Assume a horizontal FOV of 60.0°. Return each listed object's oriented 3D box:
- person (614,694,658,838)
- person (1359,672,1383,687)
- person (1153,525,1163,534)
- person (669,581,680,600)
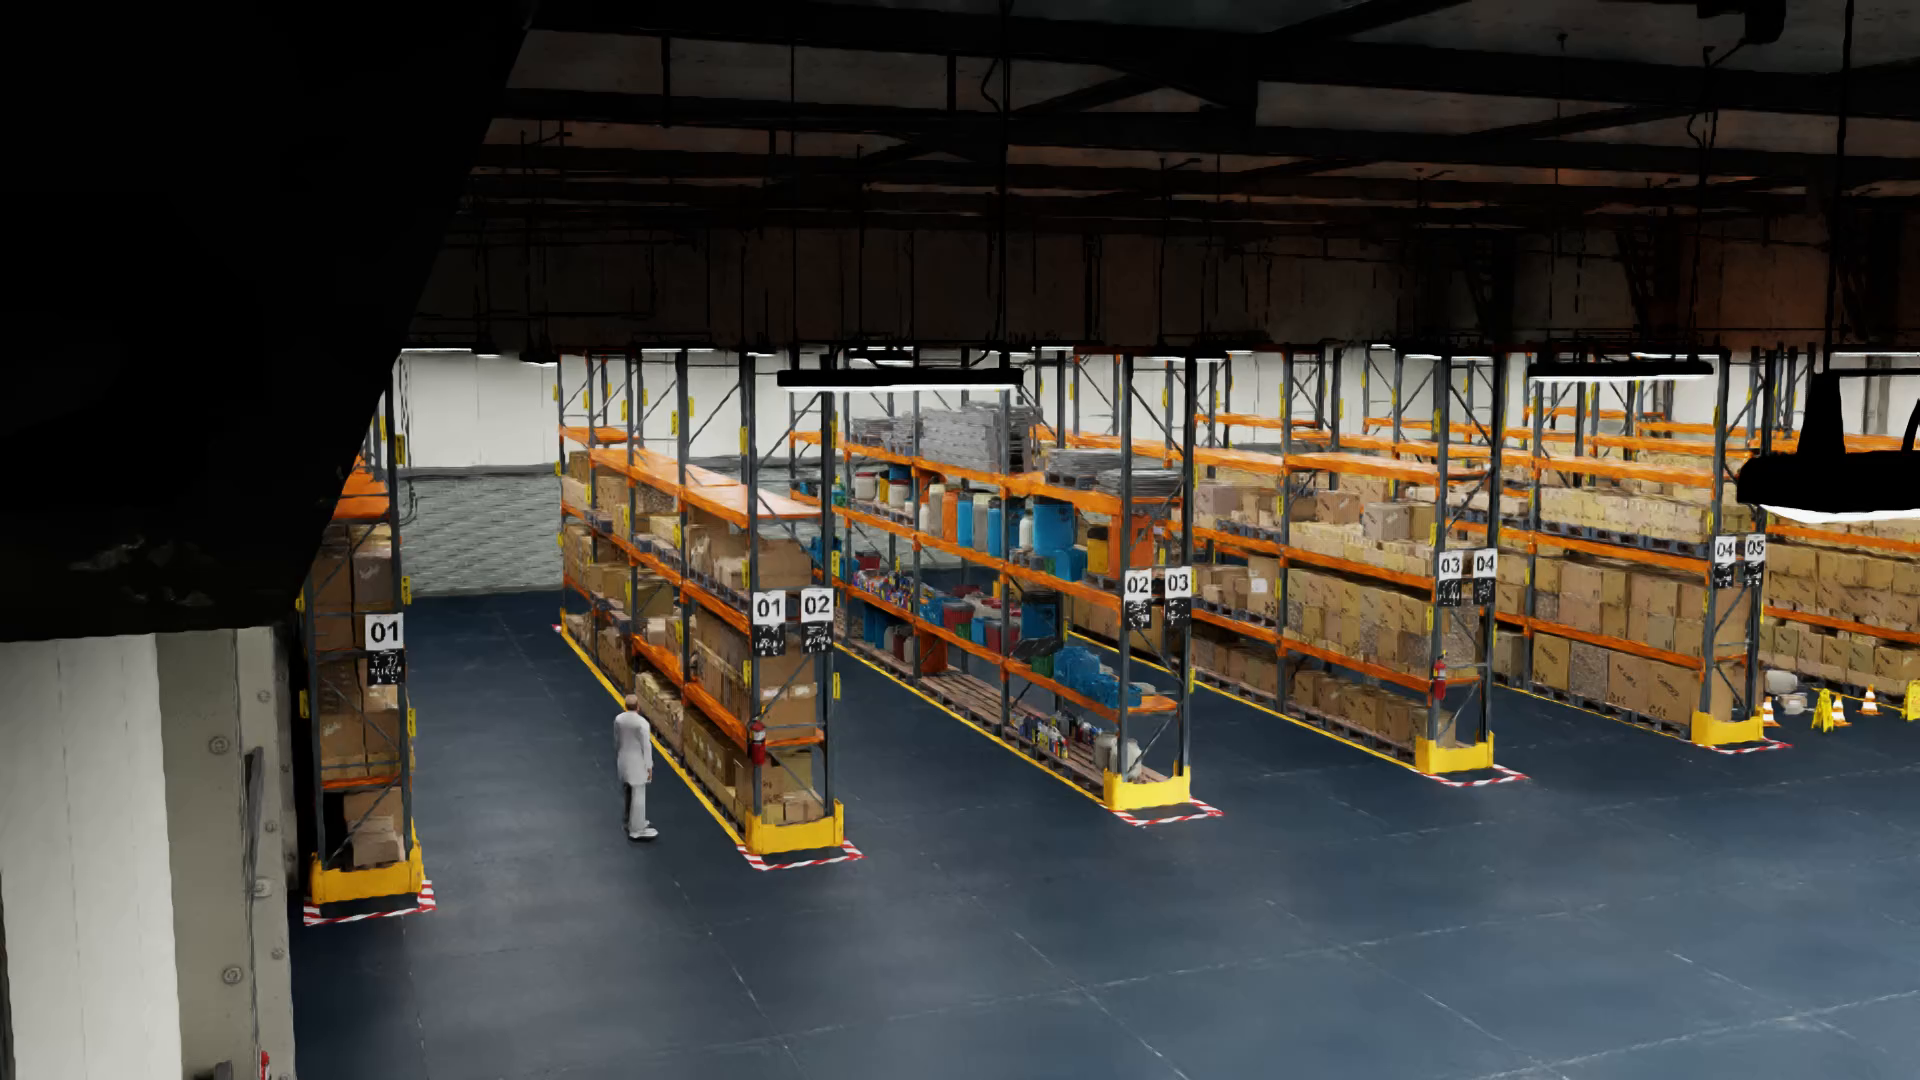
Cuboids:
[{"bbox_3d":[-4.037,2.797,20.819,0.624,1.784,0.504,6,9,37],"label":"person"},{"bbox_3d":[7.065,1.951,28.316,0.626,1.610,0.578,-4,8,-27],"label":"person"},{"bbox_3d":[5.159,0.168,42.076,0.652,1.640,0.468,6,10,41],"label":"person"},{"bbox_3d":[-6.889,0.568,38.467,0.586,1.753,0.772,2,8,17],"label":"person"}]
